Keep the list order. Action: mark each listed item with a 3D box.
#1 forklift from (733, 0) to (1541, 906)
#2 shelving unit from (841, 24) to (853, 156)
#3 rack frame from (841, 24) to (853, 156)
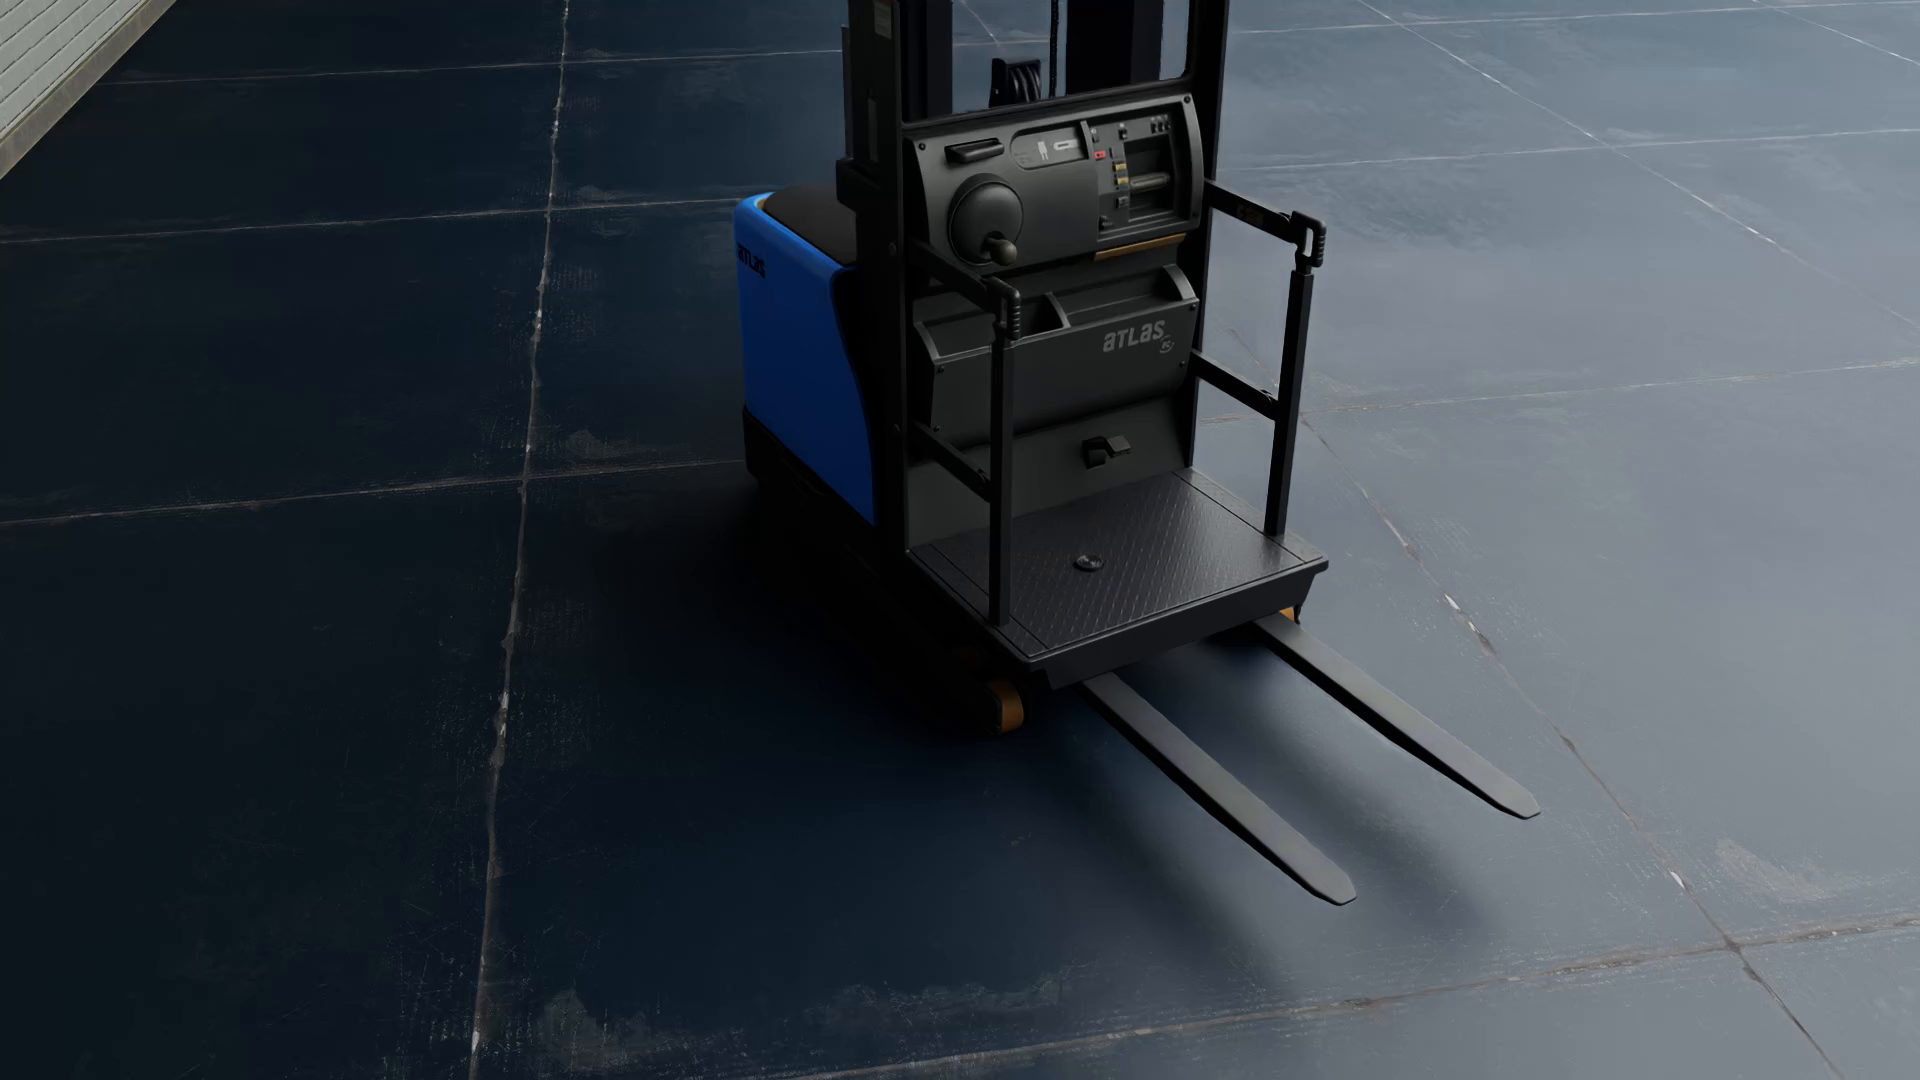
[{"bbox_3d":[0.400,-0.969,4.506,1.130,2.935,3.031,-17,34,-26],"label":"forklift"},{"bbox_3d":[0.130,-1.274,6.438,1.083,1.500,0.587,2,31,3],"label":"shelving unit"},{"bbox_3d":[-0.386,-1.293,6.469,0.032,1.500,0.500,2,31,3],"label":"rack frame"}]
